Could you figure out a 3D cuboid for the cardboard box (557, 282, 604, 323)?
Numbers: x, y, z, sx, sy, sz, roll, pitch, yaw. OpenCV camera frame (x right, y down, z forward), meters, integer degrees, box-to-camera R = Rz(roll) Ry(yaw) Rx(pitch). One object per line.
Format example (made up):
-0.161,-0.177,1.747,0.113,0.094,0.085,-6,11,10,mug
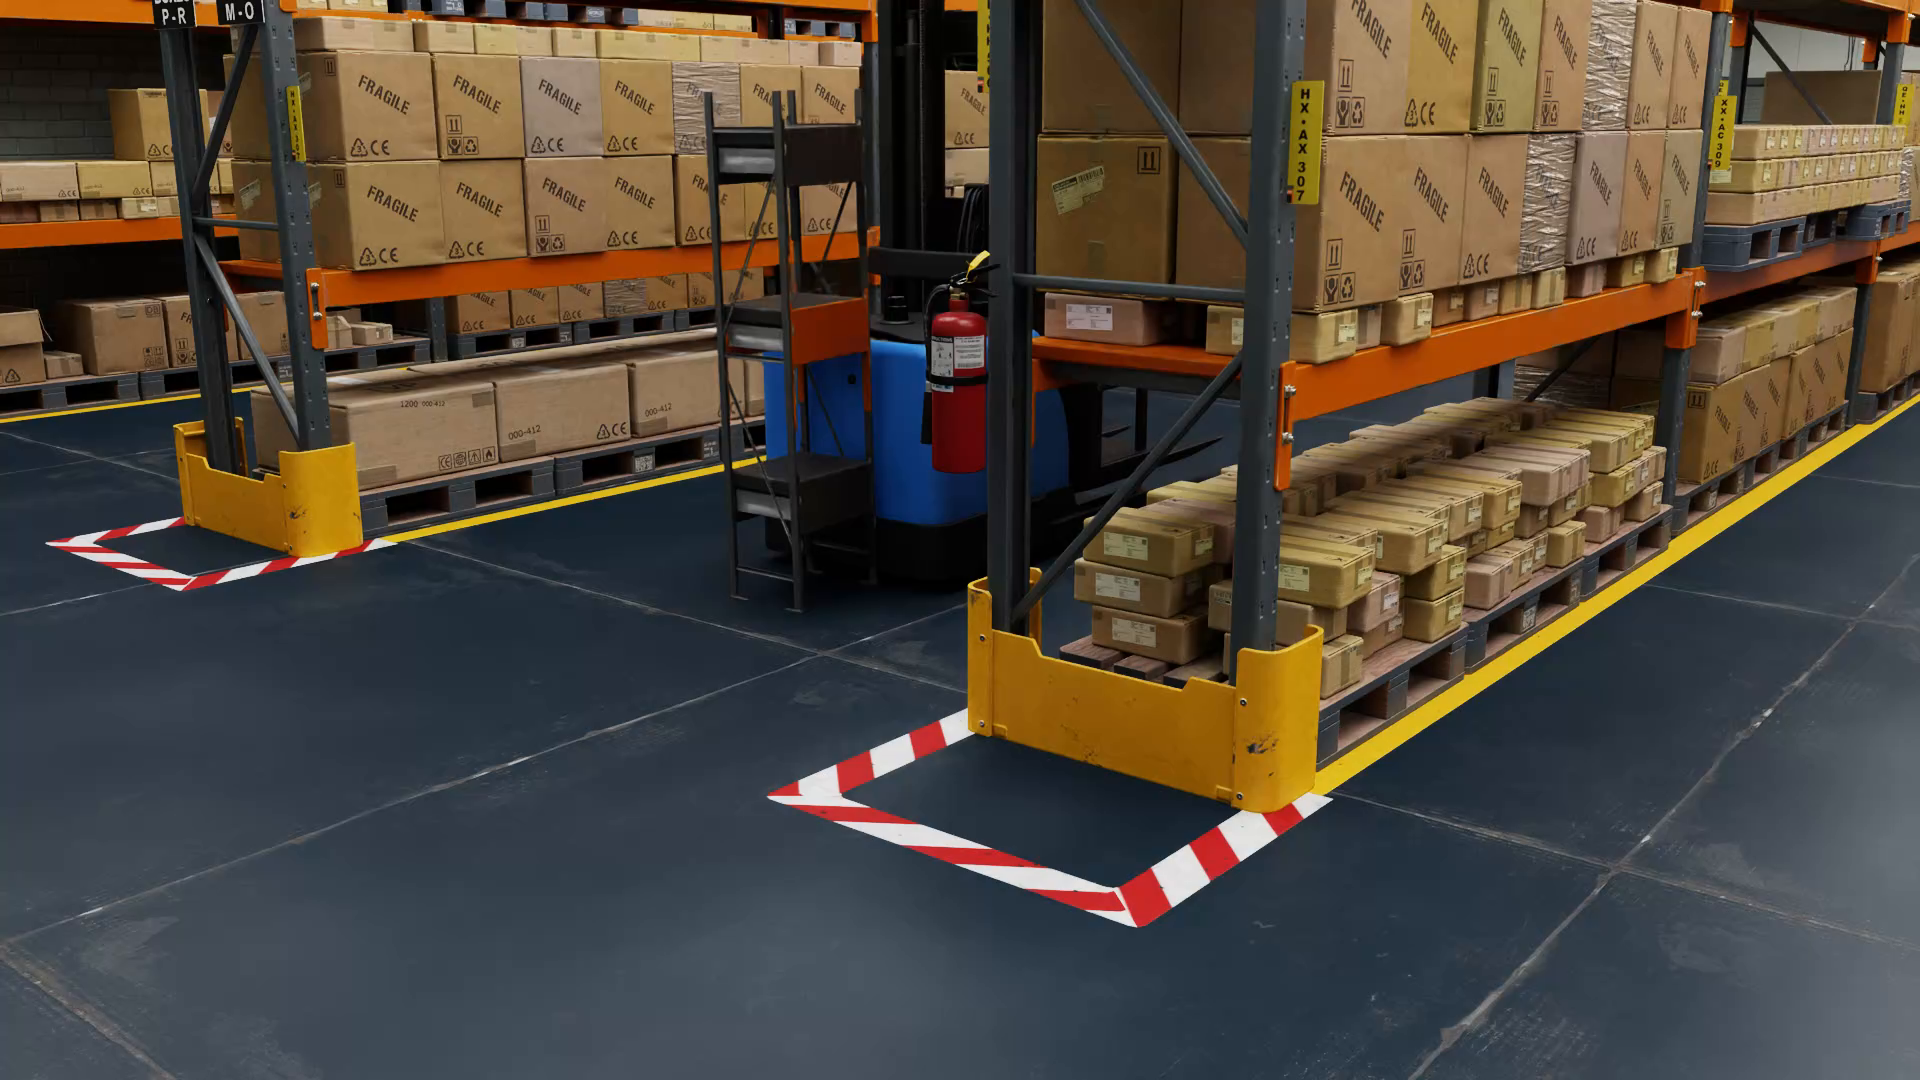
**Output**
-3.626,-2.273,15.202,0.500,0.500,0.500,11,18,36,cardboard box

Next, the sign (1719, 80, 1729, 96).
5.108,-2.923,11.186,0.100,0.325,0.005,11,18,38,sign

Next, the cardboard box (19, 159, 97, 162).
-6.540,-2.652,12.171,0.500,0.250,0.500,12,19,39,cardboard box

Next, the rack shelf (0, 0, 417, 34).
-6.006,-3.747,12.149,1.077,0.370,4.000,11,18,38,rack shelf

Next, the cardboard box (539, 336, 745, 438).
-1.926,-0.944,10.097,0.875,0.438,0.875,11,18,36,cardboard box

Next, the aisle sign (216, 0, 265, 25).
-3.219,-2.693,7.350,0.394,0.787,0.004,11,18,38,aisle sign

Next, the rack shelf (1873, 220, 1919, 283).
6.799,-2.311,12.589,1.077,0.370,4.000,11,18,38,rack shelf

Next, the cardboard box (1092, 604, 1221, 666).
0.683,0.300,5.785,0.380,0.149,0.250,12,18,38,cardboard box

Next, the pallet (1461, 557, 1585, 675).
1.867,0.210,6.869,1.003,0.211,1.213,11,18,38,pallet

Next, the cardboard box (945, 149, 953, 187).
-0.390,-2.468,11.033,0.500,0.250,0.500,11,18,36,cardboard box

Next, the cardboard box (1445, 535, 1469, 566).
1.683,0.027,6.259,0.380,0.149,0.250,10,17,35,cardboard box

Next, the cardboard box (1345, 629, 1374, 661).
1.193,0.320,5.708,0.380,0.149,0.250,11,18,37,cardboard box

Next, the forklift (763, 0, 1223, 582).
0.362,-1.545,8.253,1.130,2.935,3.031,10,17,34,forklift

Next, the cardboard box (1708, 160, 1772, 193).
3.633,-1.741,7.937,0.380,0.149,0.250,12,18,38,cardboard box

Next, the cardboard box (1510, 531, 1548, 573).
2.180,0.033,6.838,0.380,0.149,0.250,12,18,39,cardboard box

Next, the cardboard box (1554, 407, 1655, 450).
3.007,-0.512,7.777,0.380,0.149,0.250,12,18,39,cardboard box

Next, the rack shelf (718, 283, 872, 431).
-0.687,-0.774,6.933,0.431,0.518,0.480,10,19,35,rack shelf

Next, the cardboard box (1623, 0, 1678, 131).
2.622,-1.956,6.893,0.500,0.500,0.500,11,18,36,cardboard box

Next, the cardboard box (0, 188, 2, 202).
-6.768,-2.375,11.082,0.500,0.250,0.500,11,18,38,cardboard box

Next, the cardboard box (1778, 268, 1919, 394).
5.995,-1.493,11.622,1.050,0.750,0.750,11,18,37,cardboard box

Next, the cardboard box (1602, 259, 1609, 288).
2.524,-1.151,7.072,0.380,0.149,0.250,11,18,36,cardboard box

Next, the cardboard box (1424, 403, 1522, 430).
2.431,-0.543,7.898,0.380,0.149,0.250,12,19,40,cardboard box

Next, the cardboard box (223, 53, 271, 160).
-3.282,-2.154,8.274,0.500,0.500,0.500,12,19,39,cardboard box

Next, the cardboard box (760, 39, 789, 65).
-1.246,-2.917,9.961,0.380,0.149,0.250,11,18,38,cardboard box

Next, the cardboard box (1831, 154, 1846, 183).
4.615,-2.041,9.117,0.380,0.149,0.250,11,18,36,cardboard box

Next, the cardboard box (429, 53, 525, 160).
-2.557,-2.172,8.348,0.500,0.500,0.500,11,18,36,cardboard box

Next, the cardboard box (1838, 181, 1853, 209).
4.779,-1.948,9.356,0.380,0.149,0.250,12,19,39,cardboard box

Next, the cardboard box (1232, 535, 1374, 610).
1.108,0.097,5.376,0.380,0.149,0.250,10,17,35,cardboard box

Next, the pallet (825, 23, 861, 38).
-1.177,-5.512,18.018,1.003,0.211,1.213,12,19,40,pallet

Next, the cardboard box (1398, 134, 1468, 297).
1.328,-1.087,5.502,0.500,0.500,0.500,11,18,38,cardboard box

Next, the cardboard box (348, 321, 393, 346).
-4.870,-1.694,13.638,0.380,0.149,0.250,11,18,36,cardboard box

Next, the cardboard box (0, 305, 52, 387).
-6.805,-1.355,11.581,0.797,0.503,0.637,10,18,35,cardboard box

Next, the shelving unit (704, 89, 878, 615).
-0.687,-0.787,6.930,0.431,2.100,0.503,10,19,35,shelving unit

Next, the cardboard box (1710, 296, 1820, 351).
4.676,-1.267,9.720,0.500,0.250,0.500,12,18,39,cardboard box

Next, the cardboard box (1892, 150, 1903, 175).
5.586,-2.338,10.286,0.380,0.149,0.250,12,18,39,cardboard box

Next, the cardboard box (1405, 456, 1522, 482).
2.003,-0.221,6.628,0.380,0.149,0.250,11,18,38,cardboard box

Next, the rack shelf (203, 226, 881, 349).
-2.143,-1.526,9.497,1.077,0.370,4.000,11,18,38,rack shelf

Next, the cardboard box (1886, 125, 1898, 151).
5.431,-2.434,10.062,0.380,0.149,0.250,11,18,37,cardboard box

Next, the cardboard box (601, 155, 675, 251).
-1.943,-1.882,9.234,0.500,0.500,0.500,12,19,39,cardboard box

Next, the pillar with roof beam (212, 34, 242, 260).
-2.539,-5.272,10.601,9.100,9.000,0.400,11,18,38,pillar with roof beam

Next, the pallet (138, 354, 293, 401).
-5.948,-1.307,12.840,1.003,0.211,1.213,11,18,38,pallet

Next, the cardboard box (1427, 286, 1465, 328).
1.557,-0.852,5.893,0.380,0.149,0.250,11,18,37,cardboard box

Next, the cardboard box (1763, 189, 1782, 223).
3.803,-1.651,8.186,0.380,0.149,0.250,12,18,38,cardboard box

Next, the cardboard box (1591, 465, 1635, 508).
2.762,-0.259,7.385,0.380,0.149,0.250,10,18,36,cardboard box

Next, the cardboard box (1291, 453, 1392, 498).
1.506,-0.237,6.693,0.380,0.149,0.250,11,18,36,cardboard box

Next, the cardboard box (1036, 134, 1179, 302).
0.596,-1.063,5.409,0.500,0.500,0.500,12,18,39,cardboard box

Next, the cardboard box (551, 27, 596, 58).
-2.134,-2.610,8.754,0.380,0.149,0.250,11,18,38,cardboard box

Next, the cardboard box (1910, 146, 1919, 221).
6.669,-2.564,11.919,0.500,0.500,0.500,11,18,37,cardboard box

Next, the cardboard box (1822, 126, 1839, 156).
4.445,-2.133,8.875,0.380,0.149,0.250,12,19,40,cardboard box

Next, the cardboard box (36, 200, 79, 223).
-6.374,-2.308,11.626,0.380,0.149,0.250,12,19,39,cardboard box

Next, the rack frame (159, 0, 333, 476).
-3.400,-1.491,7.901,1.000,3.000,0.127,11,18,38,rack frame

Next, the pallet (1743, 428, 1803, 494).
4.283,-0.543,9.832,1.003,0.211,1.213,11,18,38,pallet

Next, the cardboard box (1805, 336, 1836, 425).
5.003,-1.003,10.204,0.500,0.500,0.500,12,19,40,cardboard box
